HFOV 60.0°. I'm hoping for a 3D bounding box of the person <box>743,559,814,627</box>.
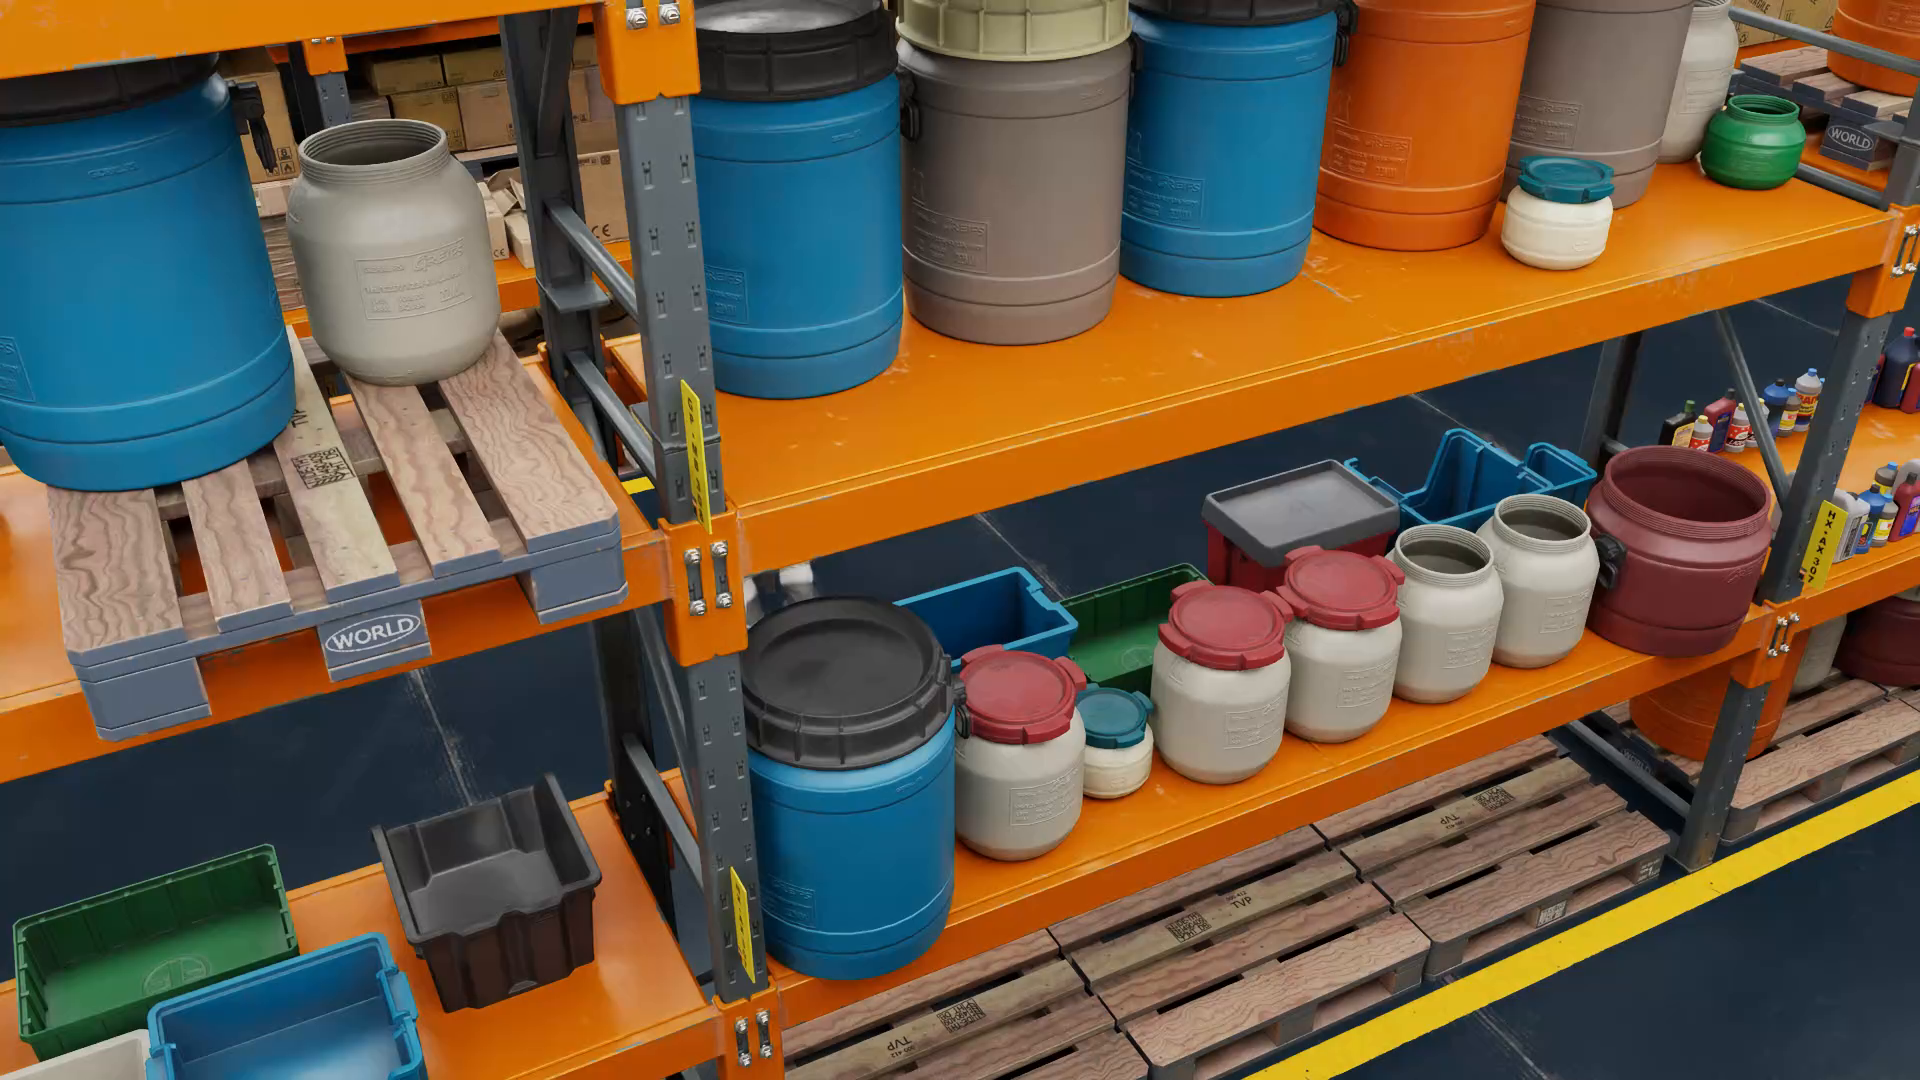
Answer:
[{"bbox_3d":[-0.959,-0.083,7.756,0.582,1.239,0.832,-16,36,-23],"label":"person"}]
